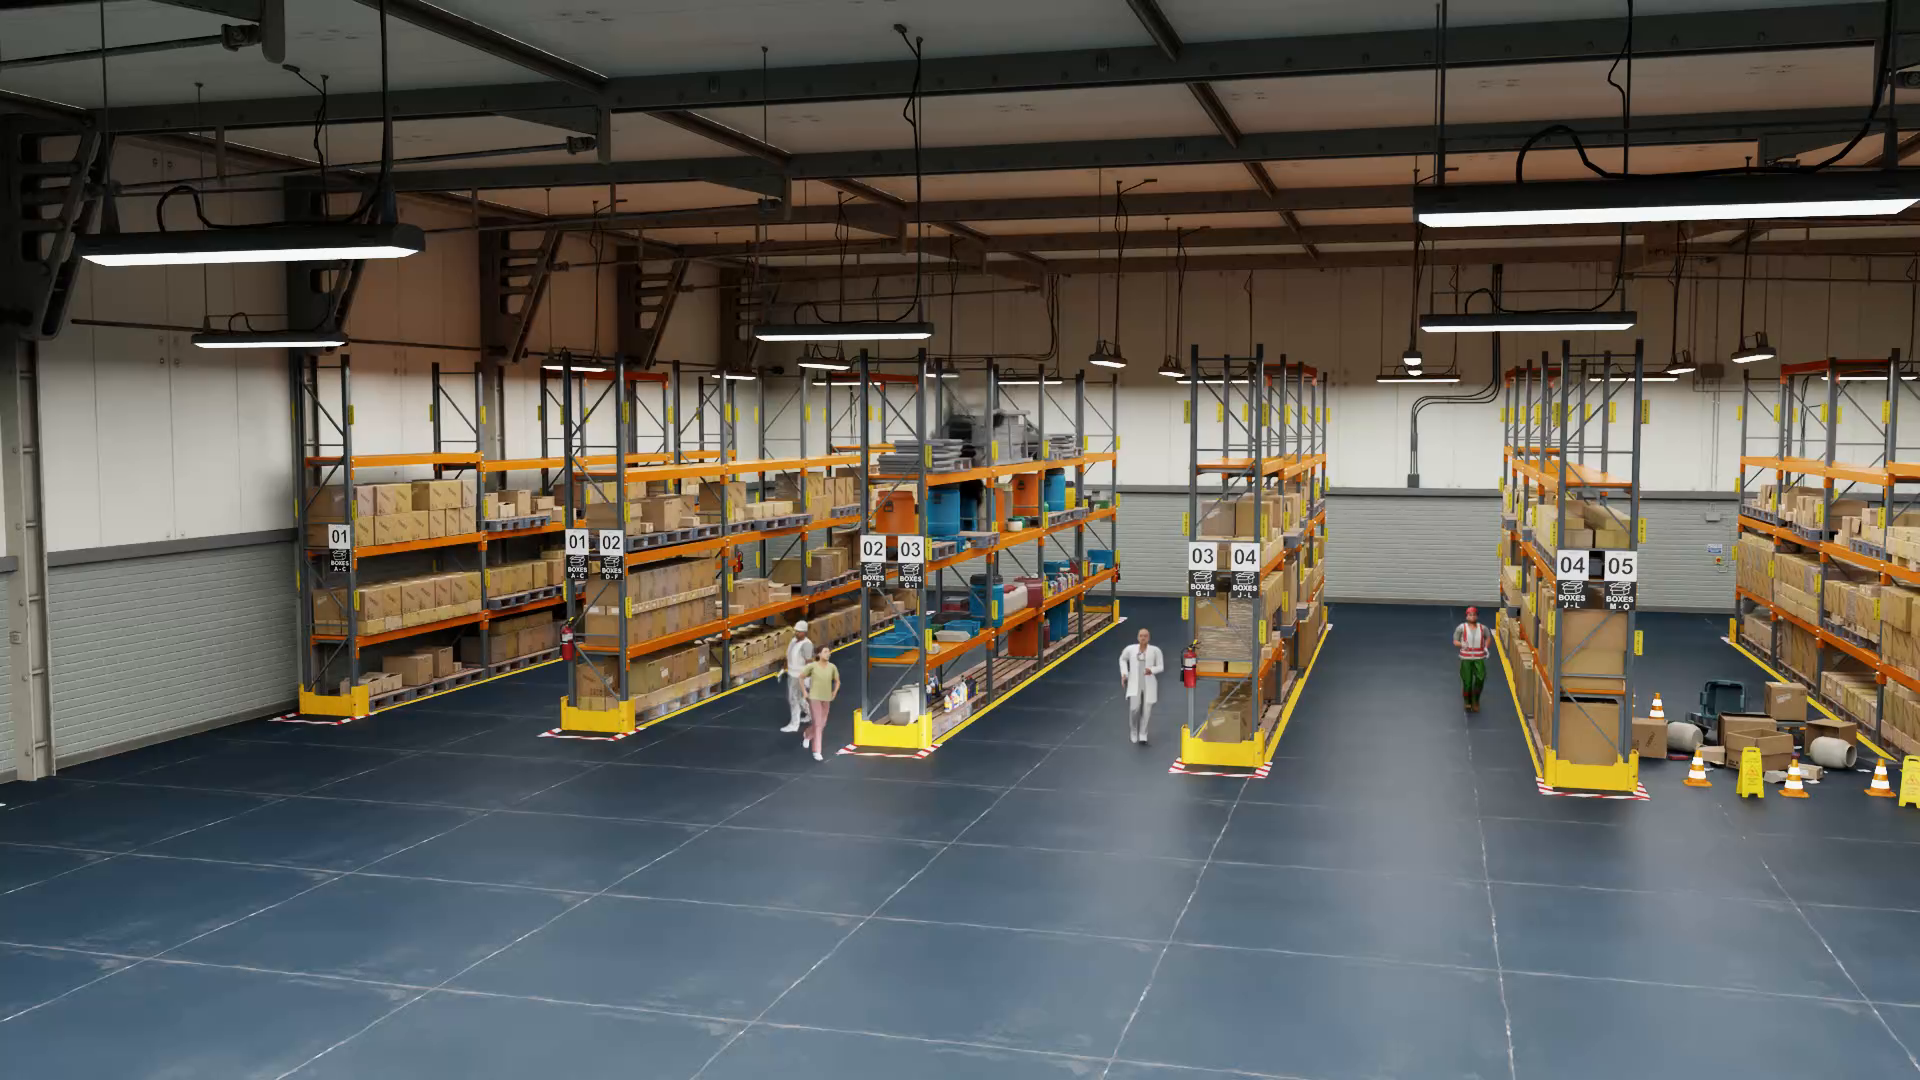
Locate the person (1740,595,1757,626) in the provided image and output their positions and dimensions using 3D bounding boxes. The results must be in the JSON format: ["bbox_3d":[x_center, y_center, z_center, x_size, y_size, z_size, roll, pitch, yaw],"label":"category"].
[{"bbox_3d":[18.010,1.354,37.772,0.619,1.649,0.664,3,6,39],"label":"person"}]

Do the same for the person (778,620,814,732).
[{"bbox_3d":[-2.484,2.112,25.900,0.648,1.756,0.615,-2,5,-24],"label":"person"}]

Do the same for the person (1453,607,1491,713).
[{"bbox_3d":[8.616,2.022,27.925,0.634,1.786,0.645,1,4,10],"label":"person"}]

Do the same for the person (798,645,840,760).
[{"bbox_3d":[-2.060,2.359,24.494,0.614,1.653,0.731,-2,5,-26],"label":"person"}]

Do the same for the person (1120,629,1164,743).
[{"bbox_3d":[2.757,2.222,25.248,0.682,1.744,0.707,0,4,6],"label":"person"}]
